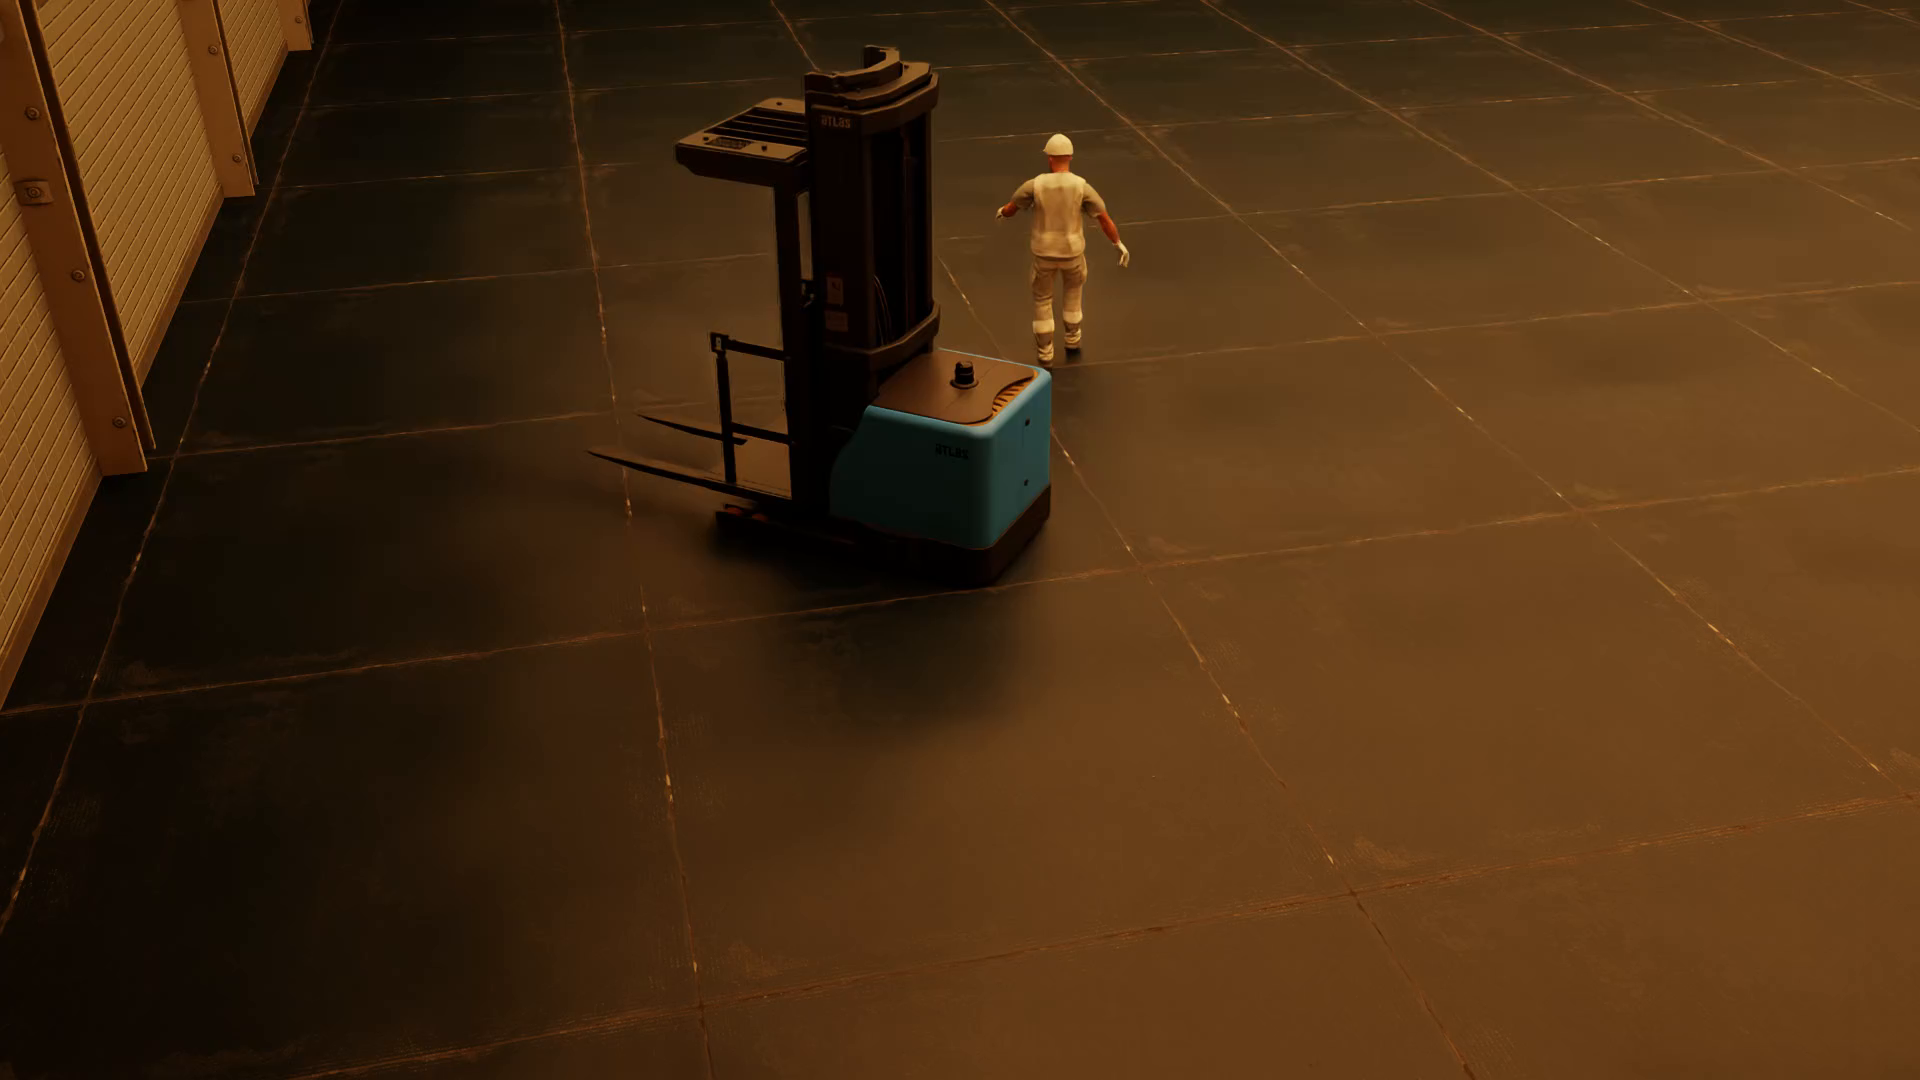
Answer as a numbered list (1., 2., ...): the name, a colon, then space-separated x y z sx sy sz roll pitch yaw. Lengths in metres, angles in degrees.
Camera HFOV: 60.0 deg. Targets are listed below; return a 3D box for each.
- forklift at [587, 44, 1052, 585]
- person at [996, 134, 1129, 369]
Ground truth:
1. forklift: -0.980 -1.491 10.151 3.031 2.935 1.130 14 33 22
2. person: 0.771 -2.206 12.596 1.026 1.795 0.650 3 30 5
